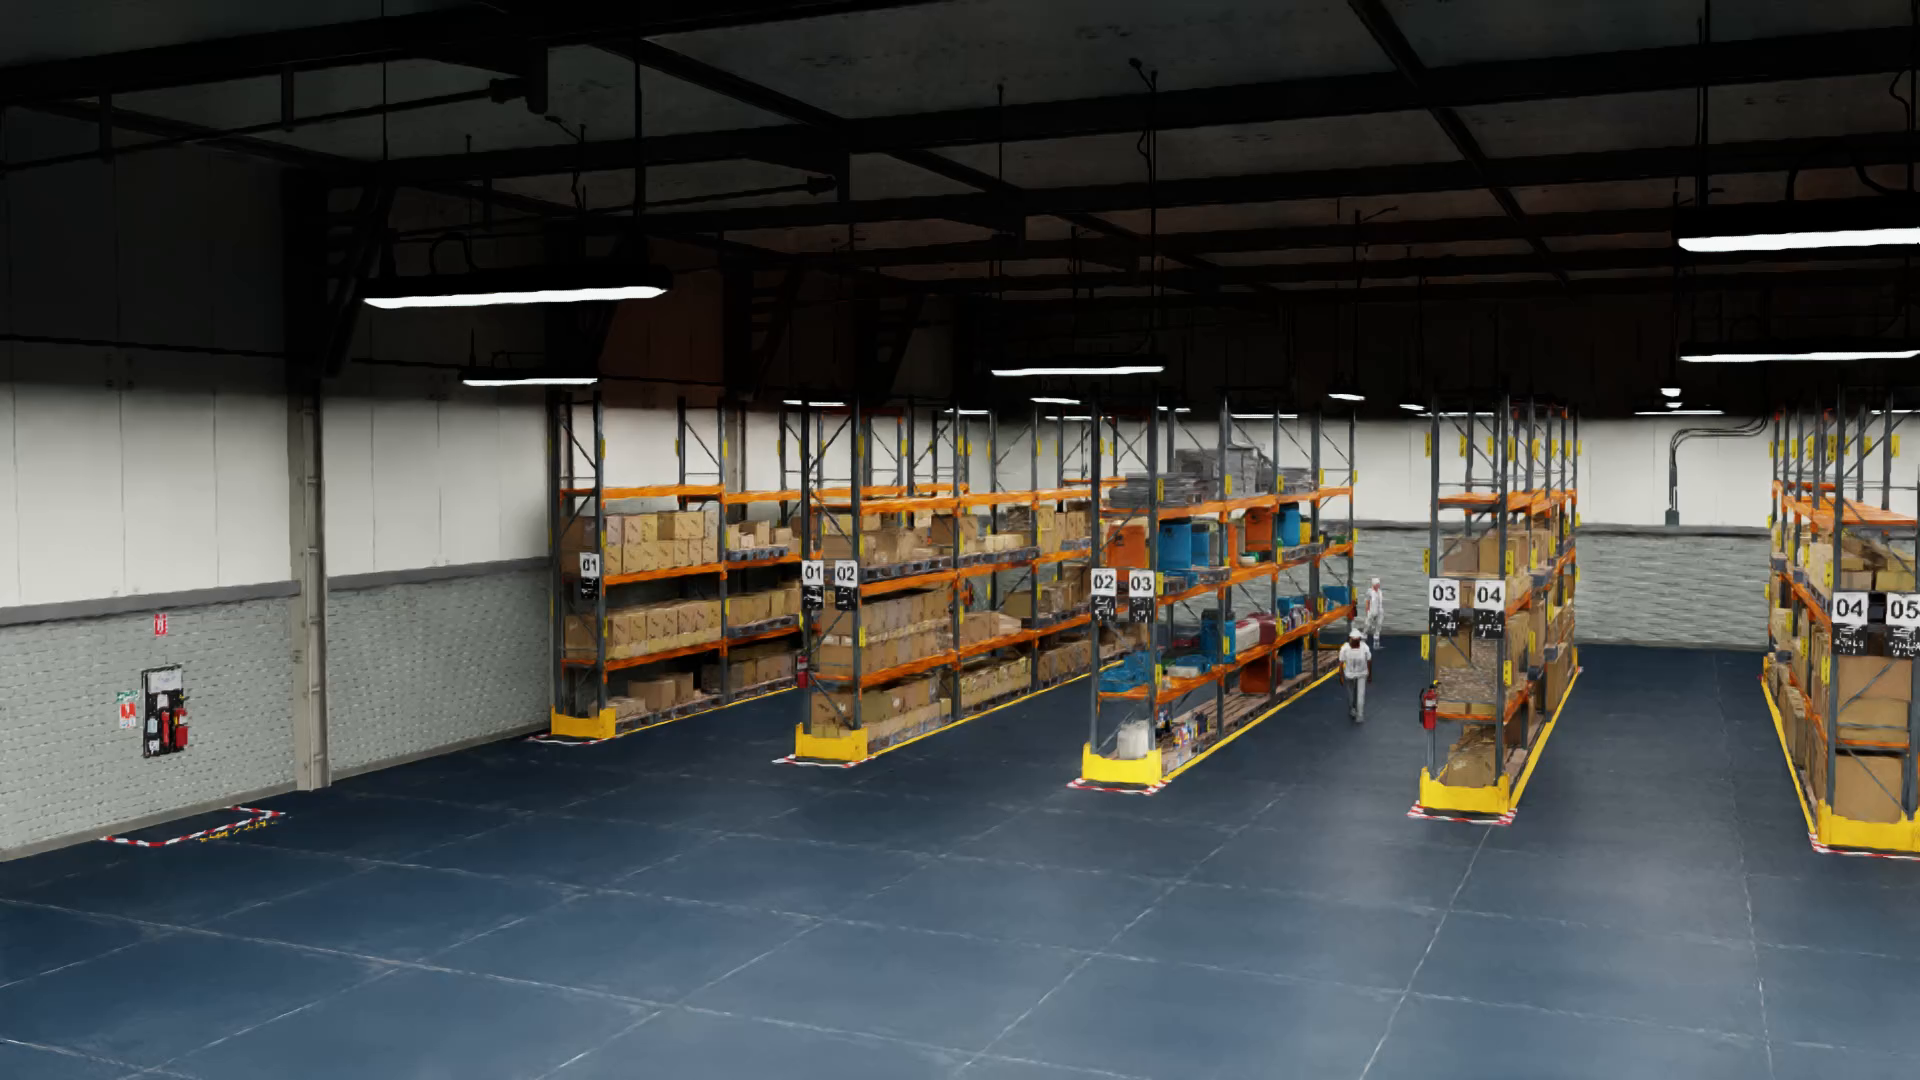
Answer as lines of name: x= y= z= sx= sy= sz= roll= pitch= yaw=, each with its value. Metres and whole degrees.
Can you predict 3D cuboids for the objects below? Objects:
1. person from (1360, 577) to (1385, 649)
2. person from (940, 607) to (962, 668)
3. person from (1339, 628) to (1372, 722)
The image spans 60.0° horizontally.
person: x=10.245 y=1.824 z=41.497 sx=0.705 sy=1.787 sz=0.488 roll=-1 pitch=3 yaw=-23
person: x=-0.191 y=2.215 z=36.467 sx=0.415 sy=1.517 sz=1.041 roll=1 pitch=3 yaw=21
person: x=7.236 y=2.455 z=30.499 sx=0.581 sy=1.686 sz=1.113 roll=1 pitch=3 yaw=21
